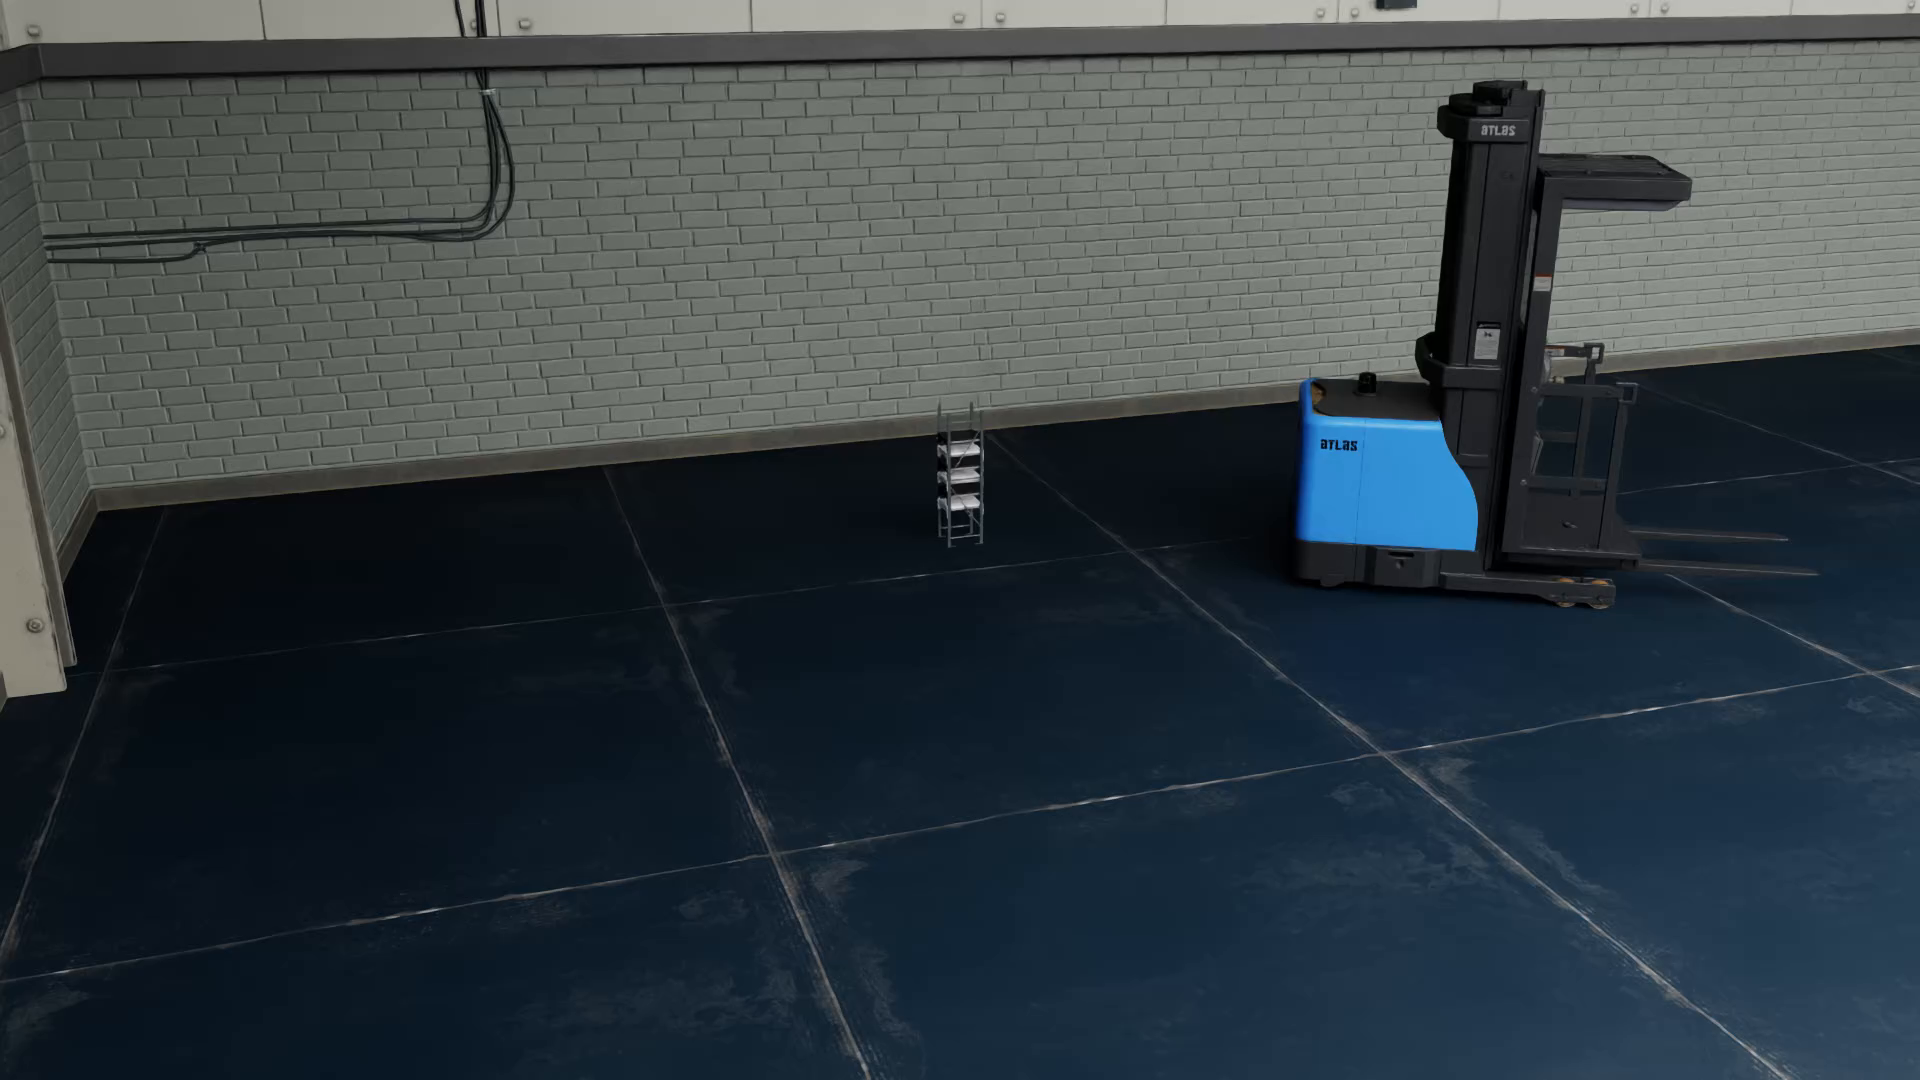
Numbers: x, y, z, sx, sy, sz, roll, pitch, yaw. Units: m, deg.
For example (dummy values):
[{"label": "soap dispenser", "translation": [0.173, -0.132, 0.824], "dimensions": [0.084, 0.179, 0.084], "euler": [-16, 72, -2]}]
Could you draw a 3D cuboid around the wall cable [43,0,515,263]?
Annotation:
[{"label": "wall cable", "translation": [-4.569, -3.117, 10.876], "dimensions": [3.097, 2.526, 0.112], "euler": [-6, 21, -17]}]

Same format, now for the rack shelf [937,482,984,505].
[{"label": "rack shelf", "translation": [0.003, -0.305, 10.799], "dimensions": [0.258, 0.077, 0.200], "euler": [-6, 21, -17]}]

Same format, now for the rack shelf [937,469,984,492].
[{"label": "rack shelf", "translation": [0.003, -0.390, 10.768], "dimensions": [0.258, 0.077, 0.200], "euler": [-6, 21, -17]}]

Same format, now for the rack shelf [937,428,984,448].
[{"label": "rack shelf", "translation": [0.003, -0.644, 10.677], "dimensions": [0.258, 0.077, 0.200], "euler": [-6, 21, -17]}]

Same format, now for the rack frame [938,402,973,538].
[{"label": "rack frame", "translation": [-0.029, -0.454, 10.848], "dimensions": [0.240, 0.900, 0.006], "euler": [-6, 21, -17]}]

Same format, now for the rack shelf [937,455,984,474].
[{"label": "rack shelf", "translation": [0.003, -0.474, 10.738], "dimensions": [0.258, 0.077, 0.200], "euler": [-6, 21, -17]}]

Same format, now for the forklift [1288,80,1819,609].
[{"label": "forklift", "translation": [3.576, -1.167, 9.830], "dimensions": [3.031, 2.935, 1.130], "euler": [3, 20, 9]}]

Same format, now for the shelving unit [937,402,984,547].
[{"label": "shelving unit", "translation": [0.003, -0.421, 10.757], "dimensions": [0.258, 0.900, 0.210], "euler": [-6, 21, -17]}]

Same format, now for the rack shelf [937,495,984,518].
[{"label": "rack shelf", "translation": [0.003, -0.220, 10.829], "dimensions": [0.258, 0.077, 0.200], "euler": [-6, 21, -17]}]

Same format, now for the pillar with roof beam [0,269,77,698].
[{"label": "pillar with roof beam", "translation": [-0.811, -3.950, 8.601], "dimensions": [9.100, 9.000, 0.400], "euler": [-6, 21, -17]}]

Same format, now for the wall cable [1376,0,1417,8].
[{"label": "wall cable", "translation": [4.448, -7.182, 12.570], "dimensions": [2.305, 6.003, 0.169], "euler": [-6, 21, -17]}]

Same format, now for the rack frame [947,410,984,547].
[{"label": "rack frame", "translation": [0.034, -0.388, 10.666], "dimensions": [0.240, 0.900, 0.006], "euler": [-6, 21, -17]}]

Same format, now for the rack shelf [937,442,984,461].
[{"label": "rack shelf", "translation": [0.003, -0.559, 10.708], "dimensions": [0.258, 0.077, 0.200], "euler": [-6, 21, -17]}]
